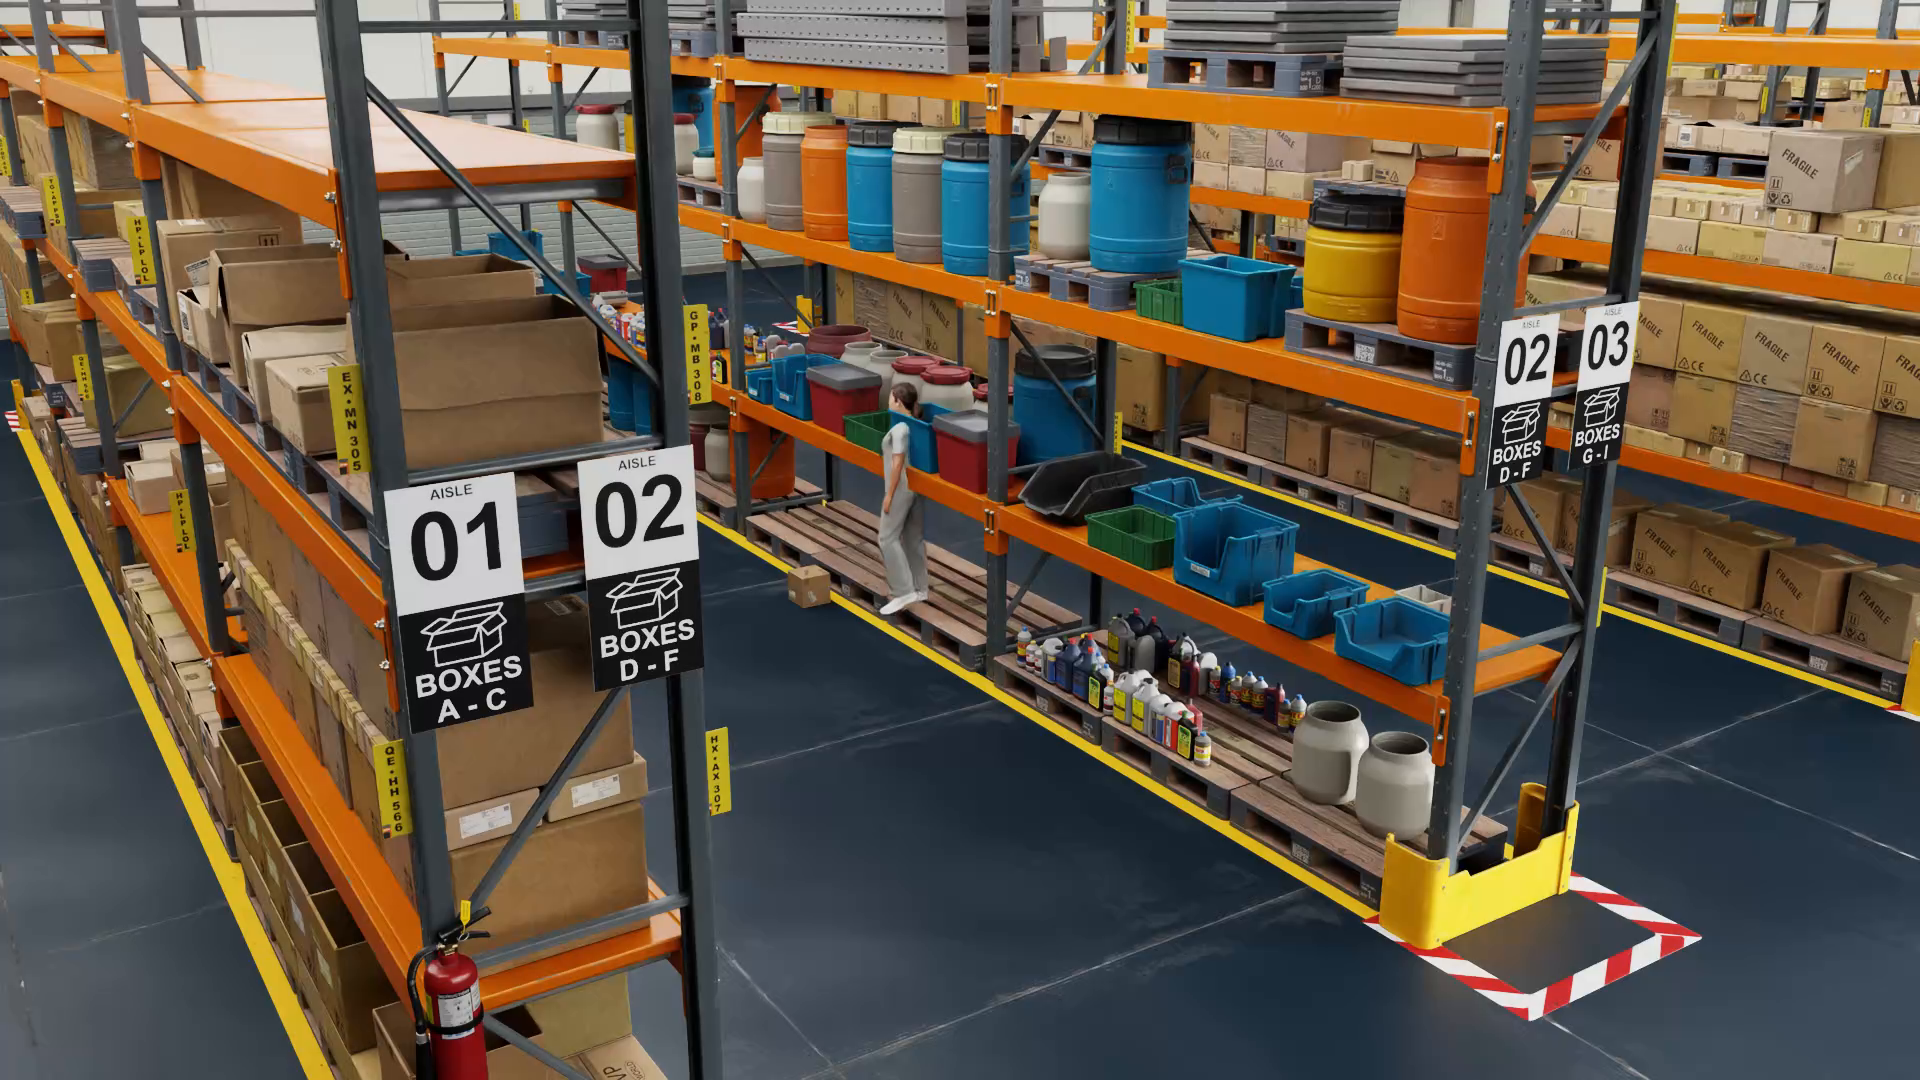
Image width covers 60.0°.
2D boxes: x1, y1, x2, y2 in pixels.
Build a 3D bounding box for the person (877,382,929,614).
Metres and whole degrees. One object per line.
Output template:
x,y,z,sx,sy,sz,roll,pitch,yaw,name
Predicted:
-0.415,-0.267,12.419,0.357,1.597,0.540,6,19,16,person
